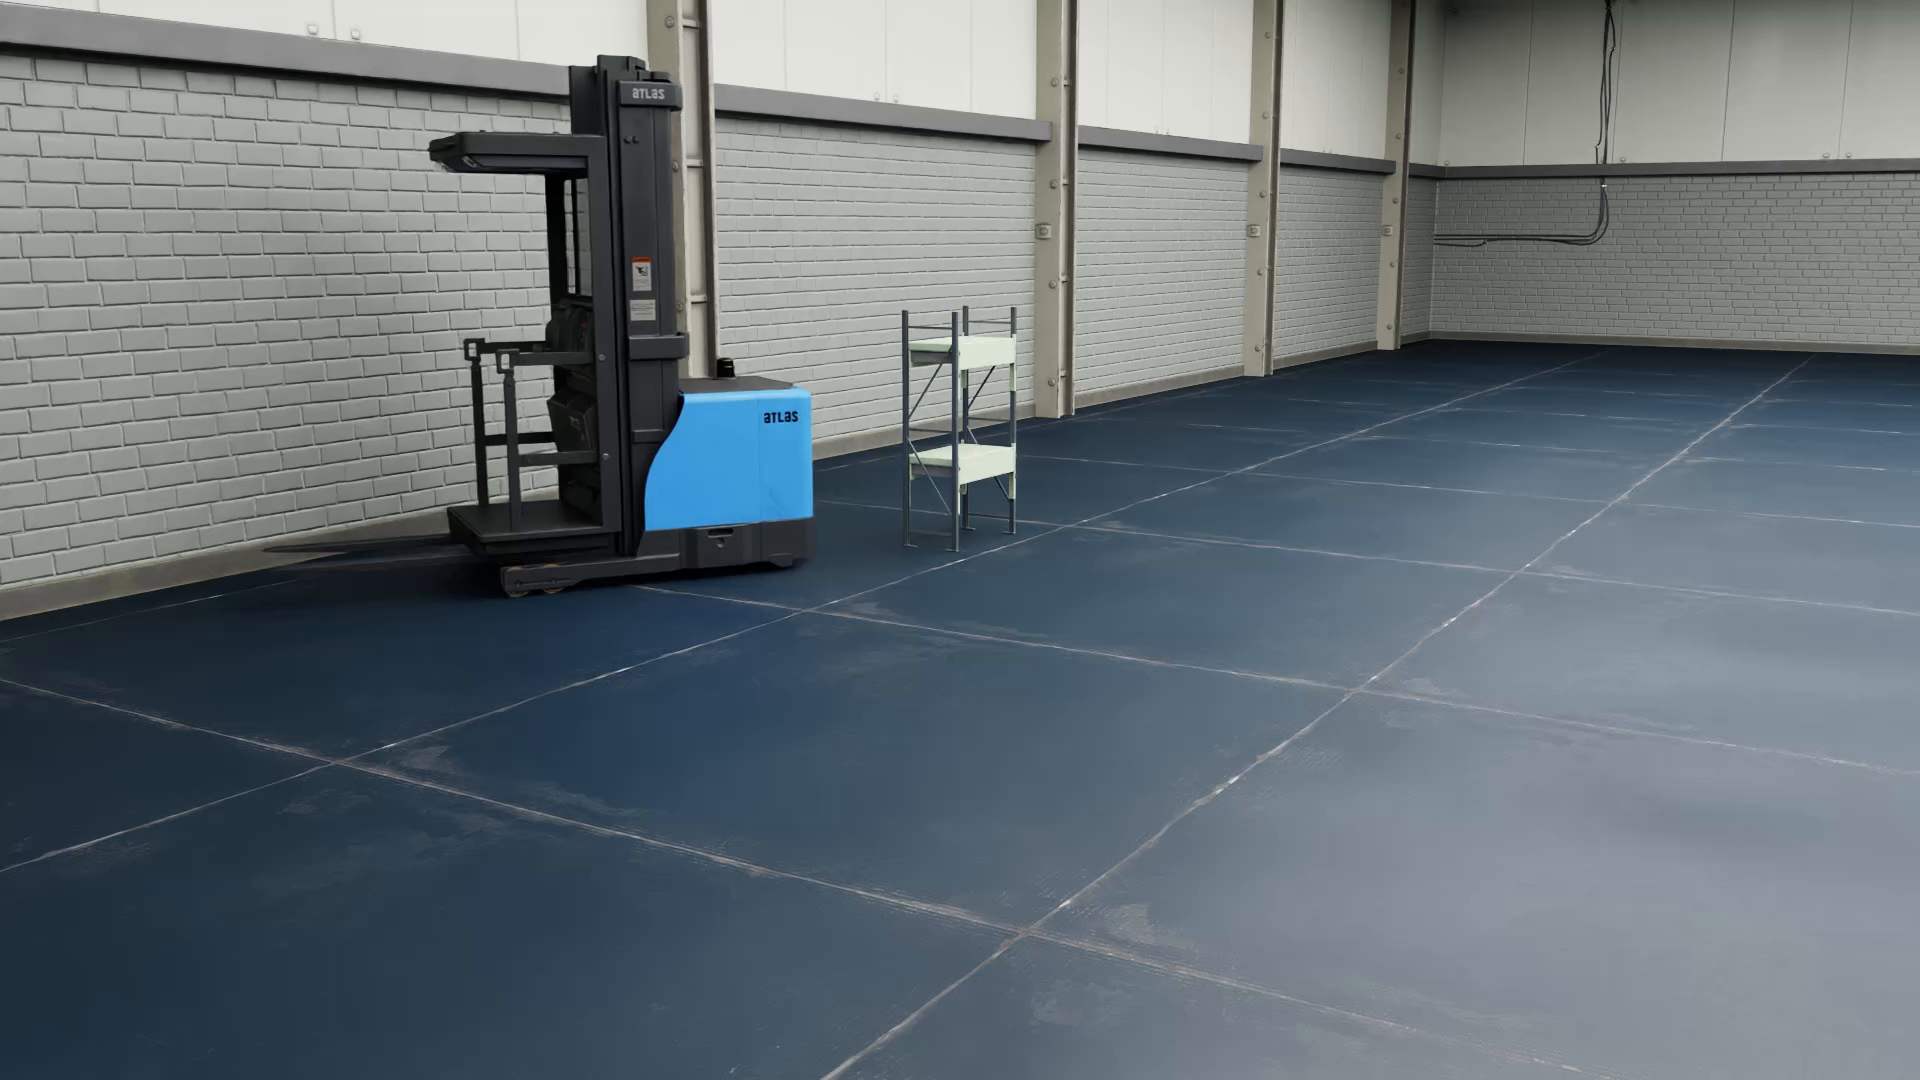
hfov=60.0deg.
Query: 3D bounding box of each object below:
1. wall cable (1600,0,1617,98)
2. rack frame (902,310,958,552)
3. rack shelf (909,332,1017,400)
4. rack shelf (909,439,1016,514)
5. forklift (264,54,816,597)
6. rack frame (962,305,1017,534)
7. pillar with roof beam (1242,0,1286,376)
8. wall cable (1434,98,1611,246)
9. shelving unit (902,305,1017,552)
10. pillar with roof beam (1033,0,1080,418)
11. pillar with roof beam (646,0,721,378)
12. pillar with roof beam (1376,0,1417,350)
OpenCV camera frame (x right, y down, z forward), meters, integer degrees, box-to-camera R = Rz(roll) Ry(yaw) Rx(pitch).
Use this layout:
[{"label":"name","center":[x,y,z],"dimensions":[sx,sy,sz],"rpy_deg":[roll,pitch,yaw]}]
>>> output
[{"label":"wall cable","center":[12.223,-8.700,27.600],"dimensions":[3.097,2.526,0.112],"rpy_deg":[6,12,31]},{"label":"rack frame","center":[-0.187,-0.681,10.429],"dimensions":[0.400,1.500,0.023],"rpy_deg":[6,12,31]},{"label":"rack shelf","center":[0.003,-1.122,10.664],"dimensions":[0.431,0.370,0.720],"rpy_deg":[6,12,31]},{"label":"rack shelf","center":[0.003,-0.418,10.796],"dimensions":[0.431,0.370,0.720],"rpy_deg":[6,12,31]},{"label":"forklift","center":[-2.421,-1.236,9.507],"dimensions":[3.031,2.935,1.130],"rpy_deg":[-5,12,-26]},{"label":"rack frame","center":[0.193,-0.796,11.044],"dimensions":[0.400,1.500,0.023],"rpy_deg":[6,12,31]},{"label":"pillar with roof beam","center":[7.815,-6.310,20.122],"dimensions":[9.100,9.000,0.400],"rpy_deg":[6,12,31]},{"label":"wall cable","center":[9.911,-6.476,29.445],"dimensions":[3.097,2.526,0.112],"rpy_deg":[6,12,31]},{"label":"shelving unit","center":[0.003,-0.738,10.736],"dimensions":[0.431,1.500,0.755],"rpy_deg":[6,12,31]},{"label":"pillar with roof beam","center":[4.700,-5.367,15.081],"dimensions":[9.100,9.000,0.400],"rpy_deg":[6,12,31]},{"label":"pillar with roof beam","center":[1.585,-4.423,10.041],"dimensions":[9.100,9.000,0.400],"rpy_deg":[6,12,31]},{"label":"pillar with roof beam","center":[10.930,-7.254,25.162],"dimensions":[9.100,9.000,0.400],"rpy_deg":[6,12,31]}]
